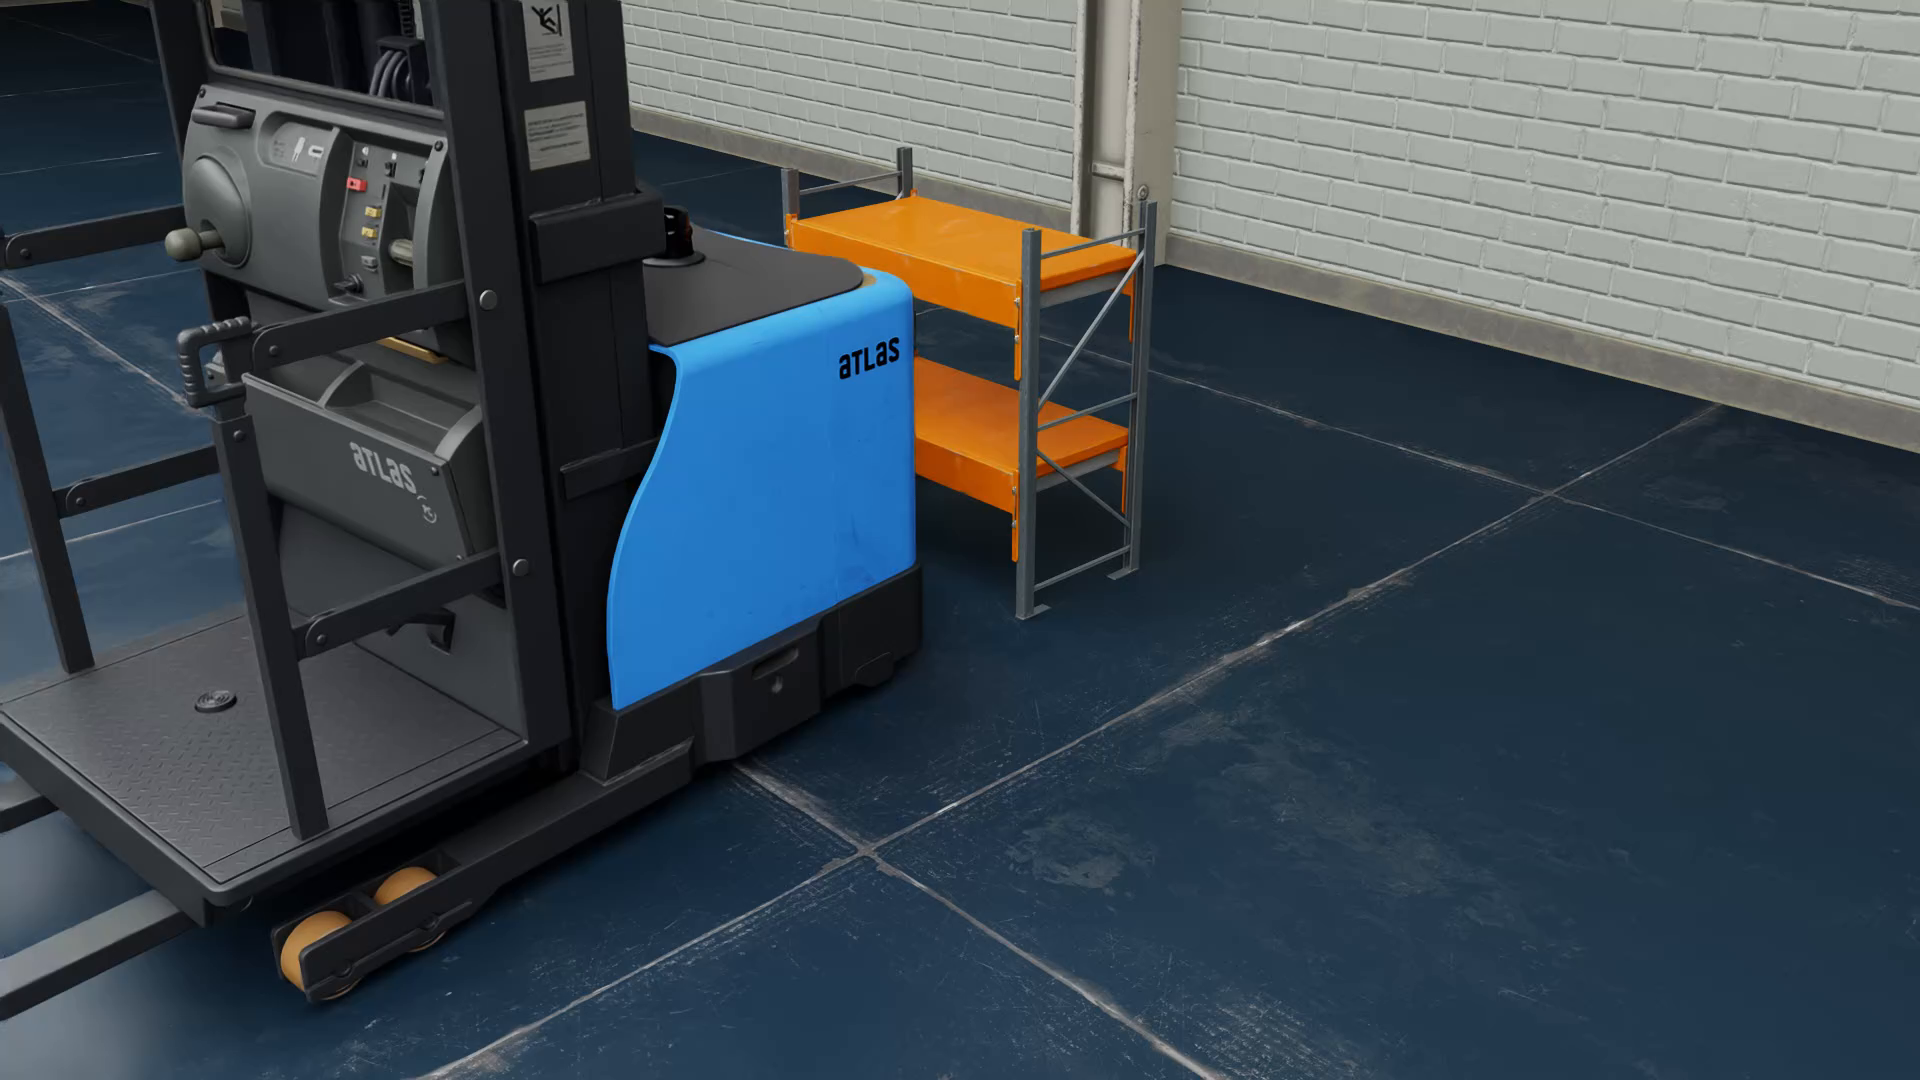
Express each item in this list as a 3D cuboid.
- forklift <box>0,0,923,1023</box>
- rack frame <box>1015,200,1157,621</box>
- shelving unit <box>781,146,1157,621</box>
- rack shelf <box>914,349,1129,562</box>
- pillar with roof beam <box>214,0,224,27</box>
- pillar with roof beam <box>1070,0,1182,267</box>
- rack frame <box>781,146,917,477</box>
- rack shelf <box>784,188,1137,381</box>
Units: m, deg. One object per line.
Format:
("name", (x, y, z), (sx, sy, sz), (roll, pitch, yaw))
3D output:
("forklift", (-1.439, -0.667, 3.181), (1.130, 2.935, 3.031), (20, 31, 36))
("rack frame", (0.352, -0.356, 4.674), (0.500, 1.125, 0.032), (-21, 32, -38))
("shelving unit", (0.005, -0.510, 5.012), (0.538, 1.125, 1.048), (-21, 32, -38))
("rack shelf", (0.005, -0.287, 5.114), (0.538, 0.278, 1.000), (-21, 32, -38))
("pillar with roof beam", (-10.550, -7.908, 11.742), (9.100, 9.000, 0.400), (-21, 32, -38))
("pillar with roof beam", (-2.348, -4.272, 3.773), (9.100, 9.000, 0.400), (-21, 32, -38))
("rack frame", (-0.343, -0.664, 5.350), (0.500, 1.125, 0.032), (-21, 32, -38))
("rack shelf", (0.005, -0.776, 4.891), (0.538, 0.278, 1.000), (-21, 32, -38))
